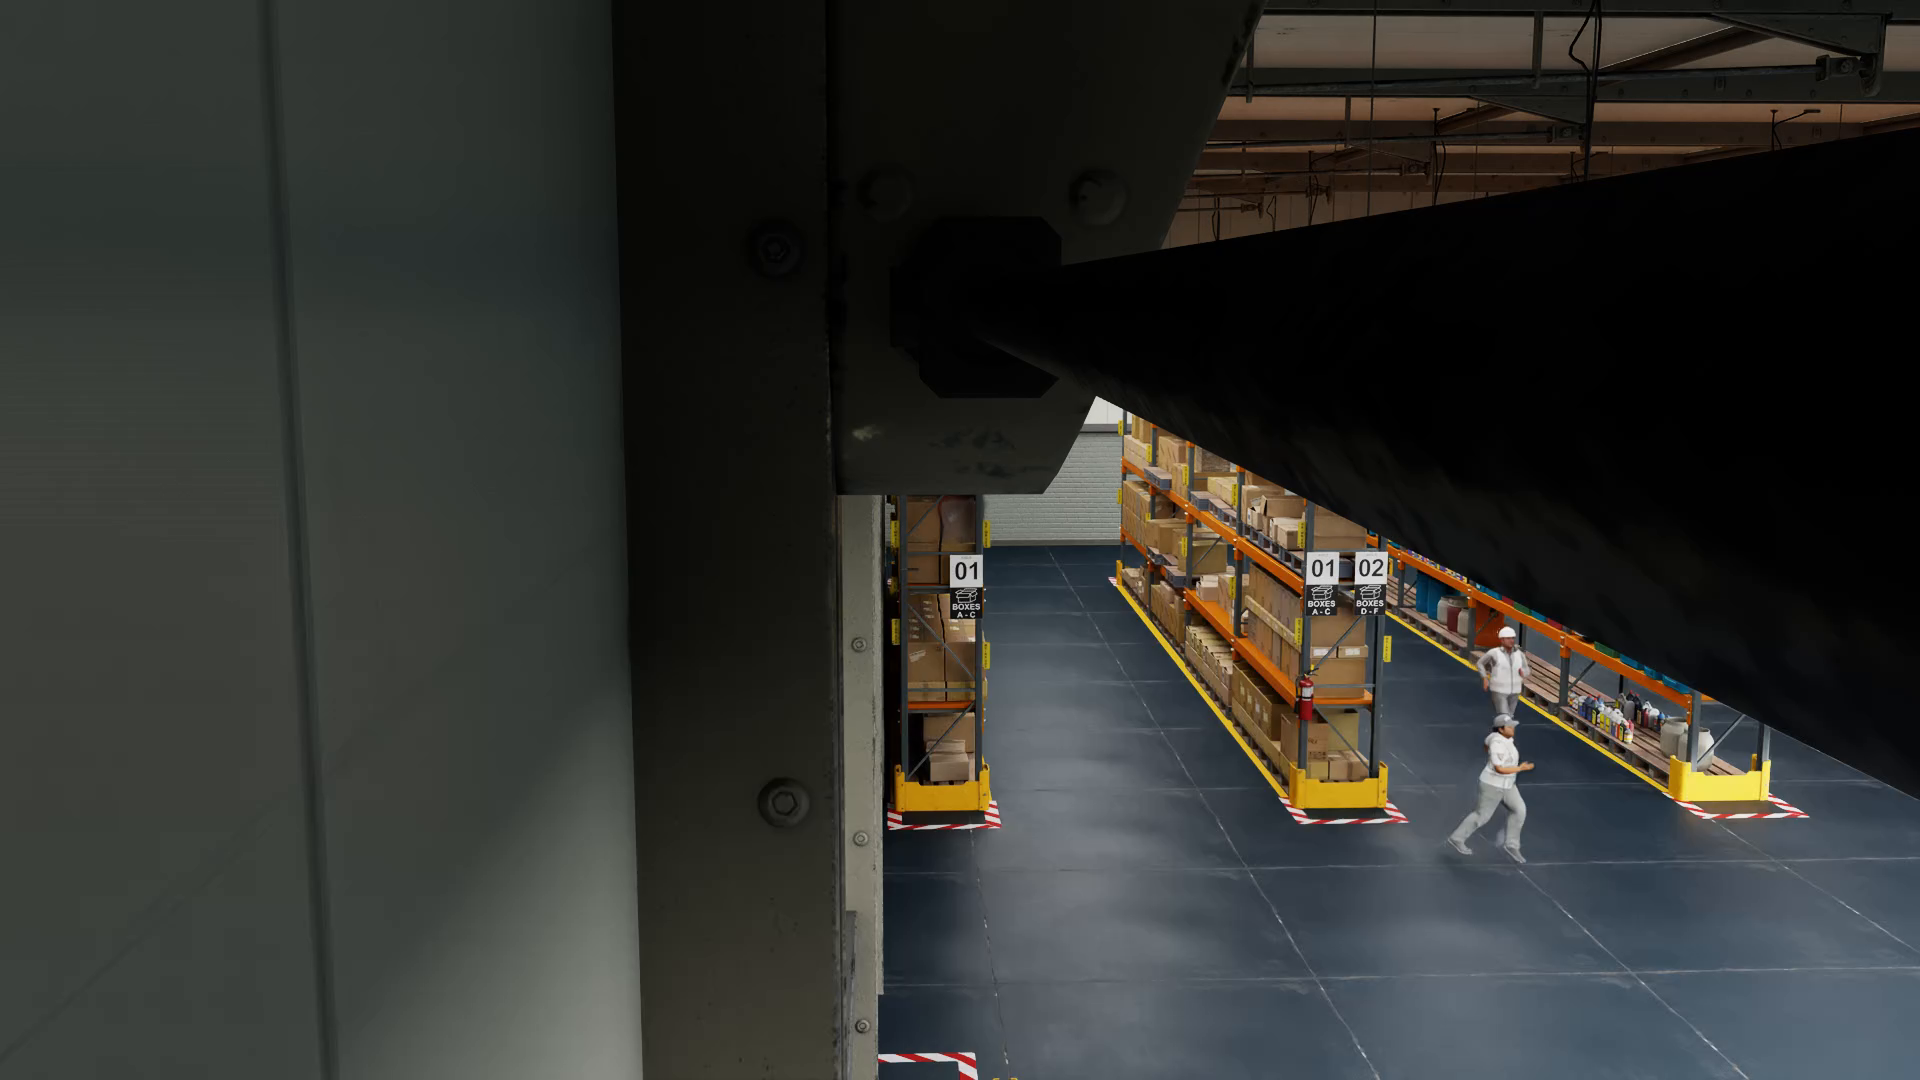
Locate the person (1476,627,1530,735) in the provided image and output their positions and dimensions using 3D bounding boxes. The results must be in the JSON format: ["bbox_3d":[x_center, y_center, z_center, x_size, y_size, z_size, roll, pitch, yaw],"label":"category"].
[{"bbox_3d":[7.477,2.076,22.810,0.644,1.785,0.904,-2,9,-11],"label":"person"}]

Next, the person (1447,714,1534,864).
[{"bbox_3d":[5.980,2.776,18.656,0.879,1.715,0.612,5,10,31],"label":"person"}]
